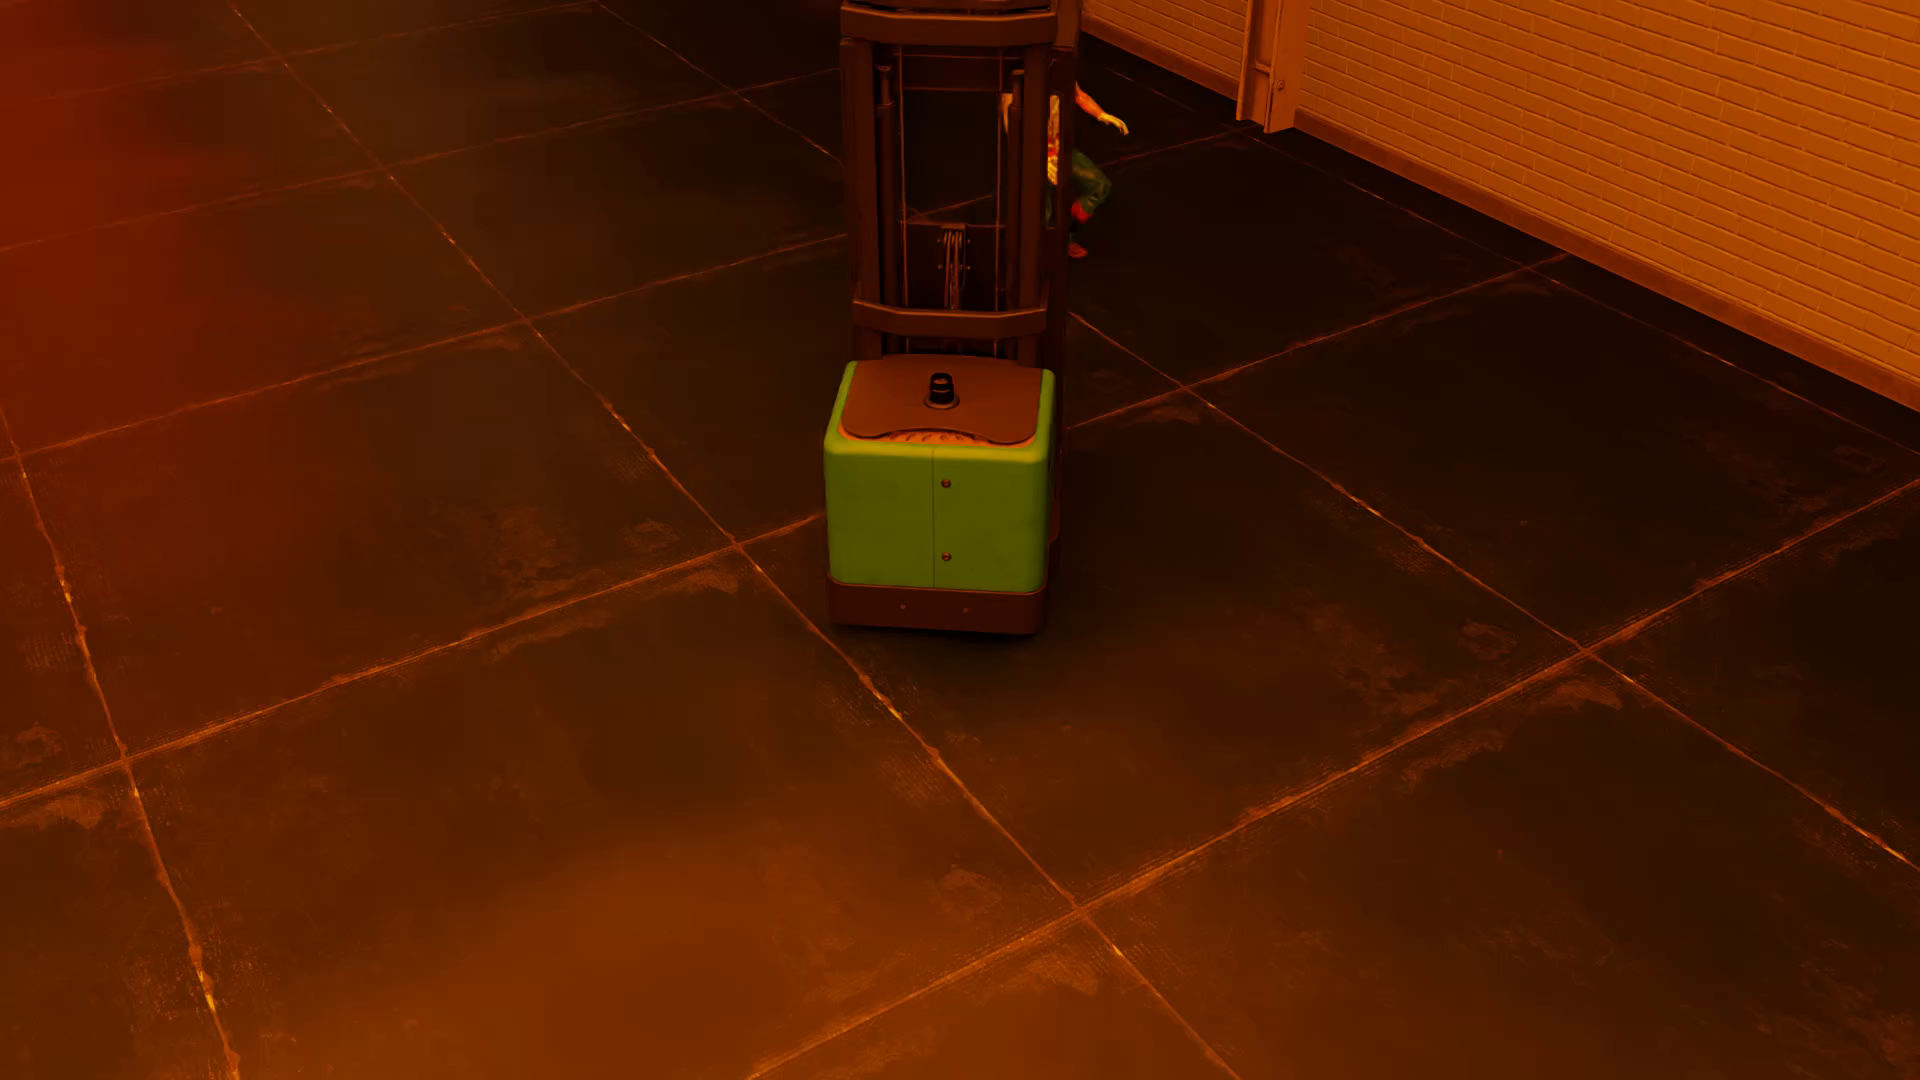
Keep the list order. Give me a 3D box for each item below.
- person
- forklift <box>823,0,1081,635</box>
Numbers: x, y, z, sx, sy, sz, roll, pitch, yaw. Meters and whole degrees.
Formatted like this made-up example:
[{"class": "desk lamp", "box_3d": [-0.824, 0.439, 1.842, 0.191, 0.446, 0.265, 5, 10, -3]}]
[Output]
[{"class": "person", "box_3d": [0.654, -2.465, 10.821, 0.910, 1.599, 0.749, -27, 43, -33]}, {"class": "forklift", "box_3d": [0.013, -1.578, 8.393, 1.130, 2.935, 3.031, 3, 35, 4]}]
